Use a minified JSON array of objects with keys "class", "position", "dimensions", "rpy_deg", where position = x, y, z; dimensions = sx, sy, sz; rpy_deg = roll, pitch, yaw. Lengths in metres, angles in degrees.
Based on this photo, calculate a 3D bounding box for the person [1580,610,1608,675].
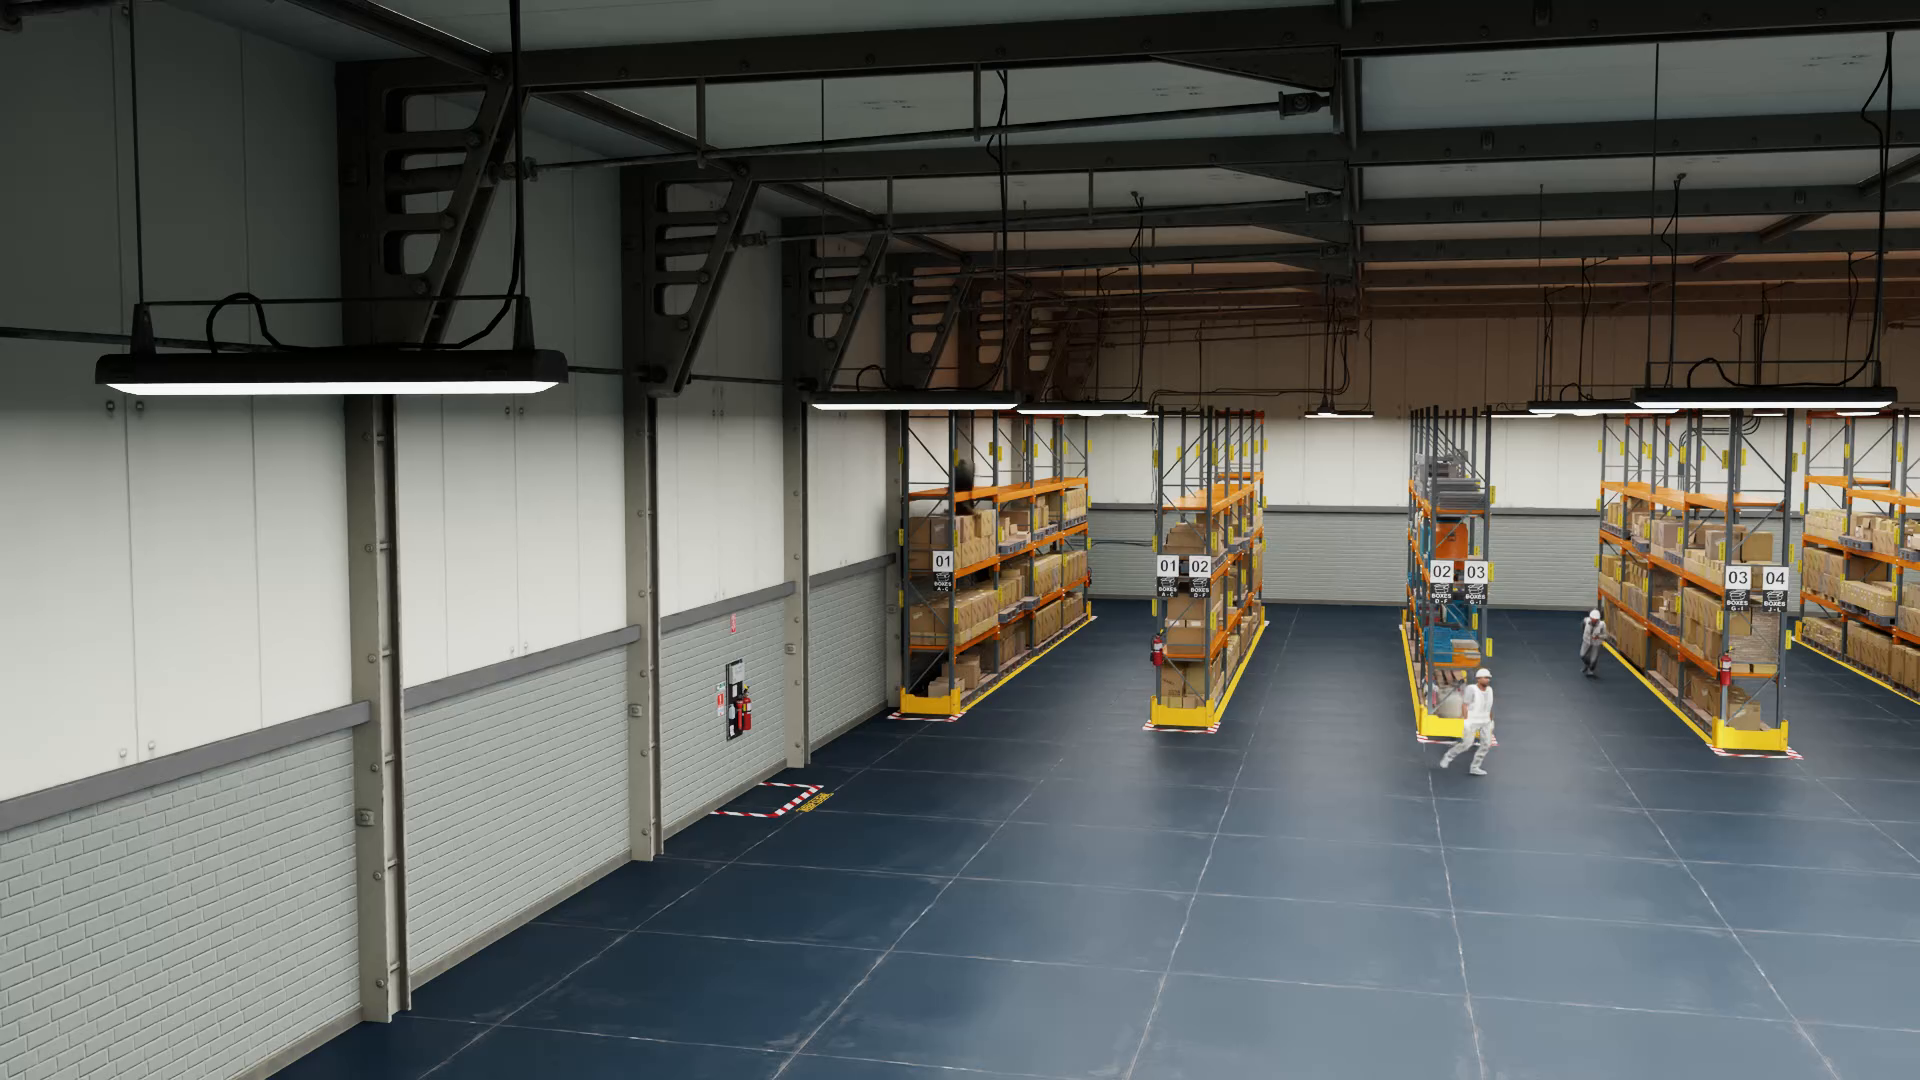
[{"class":"person","position":[14.105,2.287,37.058],"dimensions":[0.673,1.533,0.980],"rpy_deg":[3,5,31]}]

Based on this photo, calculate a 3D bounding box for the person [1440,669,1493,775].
[{"class":"person","position":[8.237,2.927,26.892],"dimensions":[0.830,1.714,0.597],"rpy_deg":[-2,4,-23]}]
